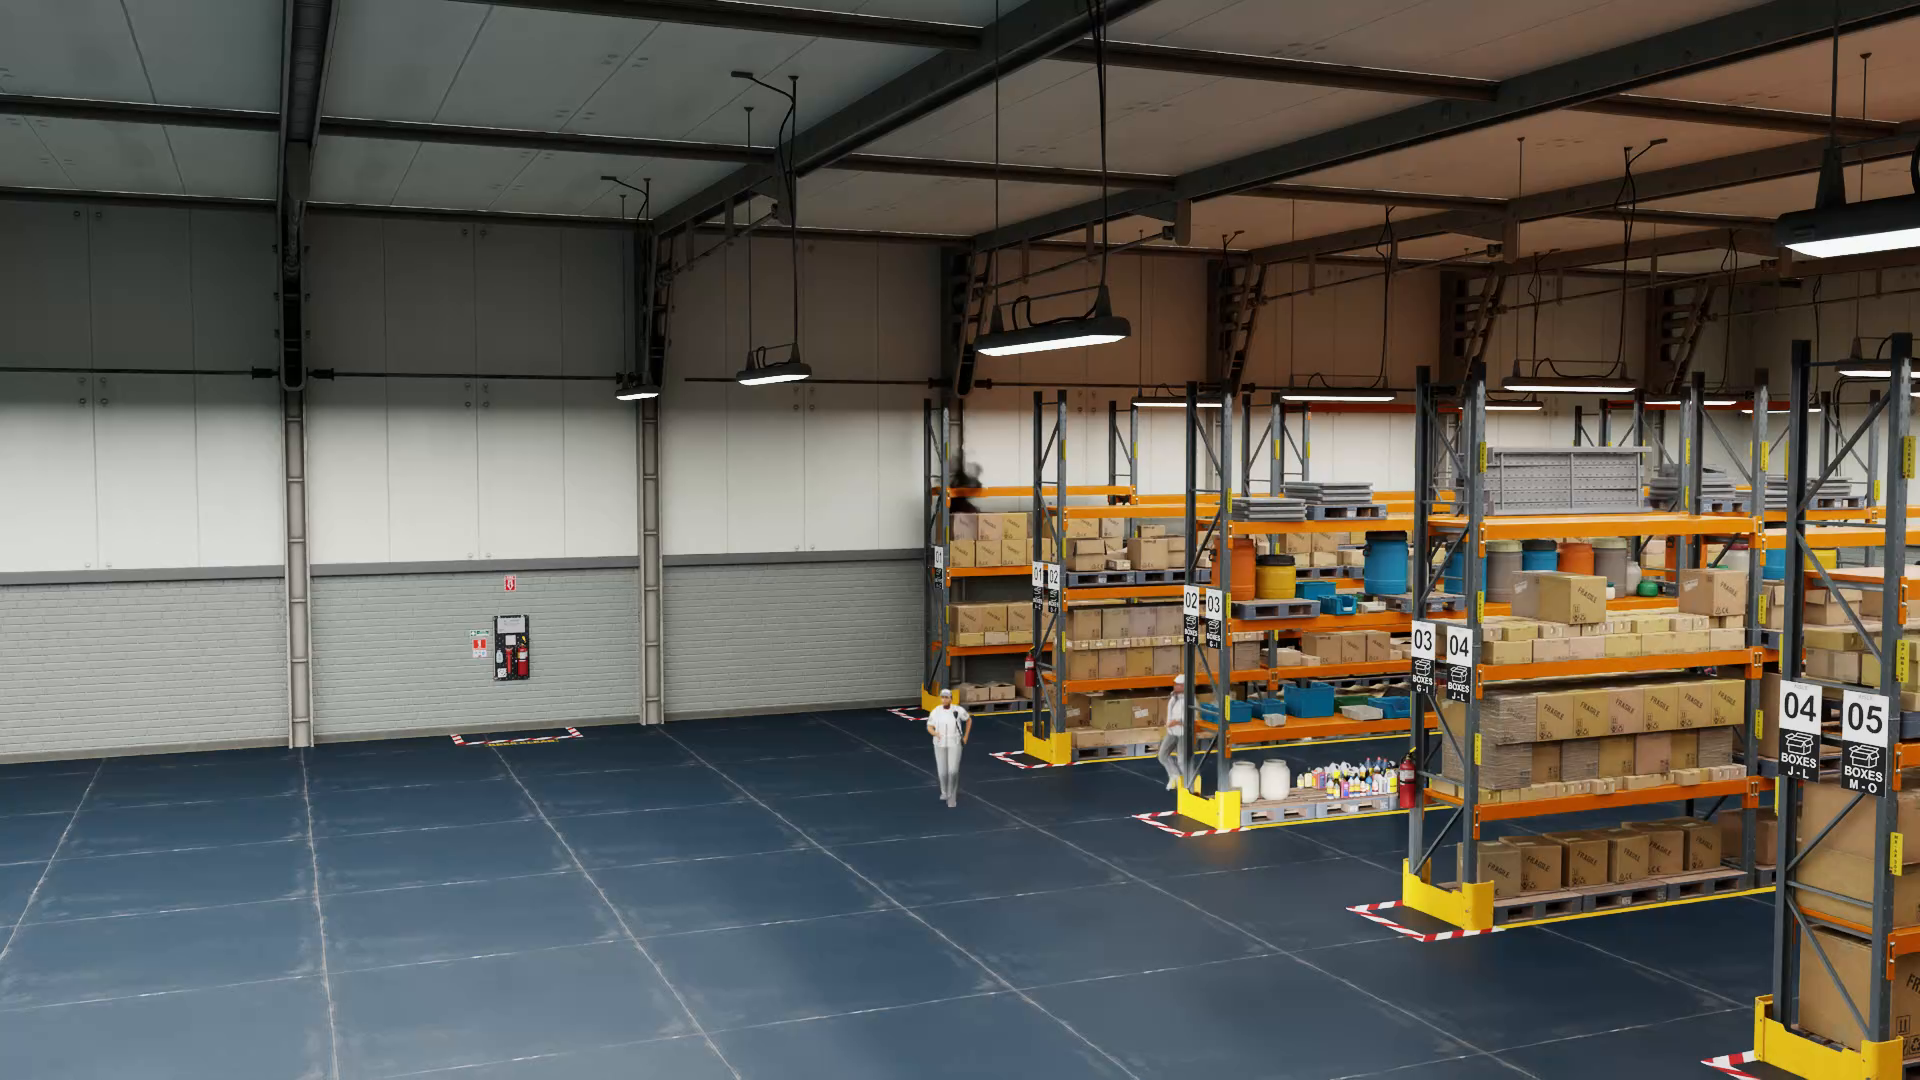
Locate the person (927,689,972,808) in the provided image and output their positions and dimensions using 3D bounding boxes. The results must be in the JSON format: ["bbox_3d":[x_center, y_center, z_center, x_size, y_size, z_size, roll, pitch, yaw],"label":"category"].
[{"bbox_3d":[-0.170,2.961,23.664,0.608,1.693,0.687,1,3,10],"label":"person"}]

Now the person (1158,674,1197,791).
[{"bbox_3d":[3.220,2.850,24.515,0.671,1.760,0.564,-2,4,-36],"label":"person"}]
